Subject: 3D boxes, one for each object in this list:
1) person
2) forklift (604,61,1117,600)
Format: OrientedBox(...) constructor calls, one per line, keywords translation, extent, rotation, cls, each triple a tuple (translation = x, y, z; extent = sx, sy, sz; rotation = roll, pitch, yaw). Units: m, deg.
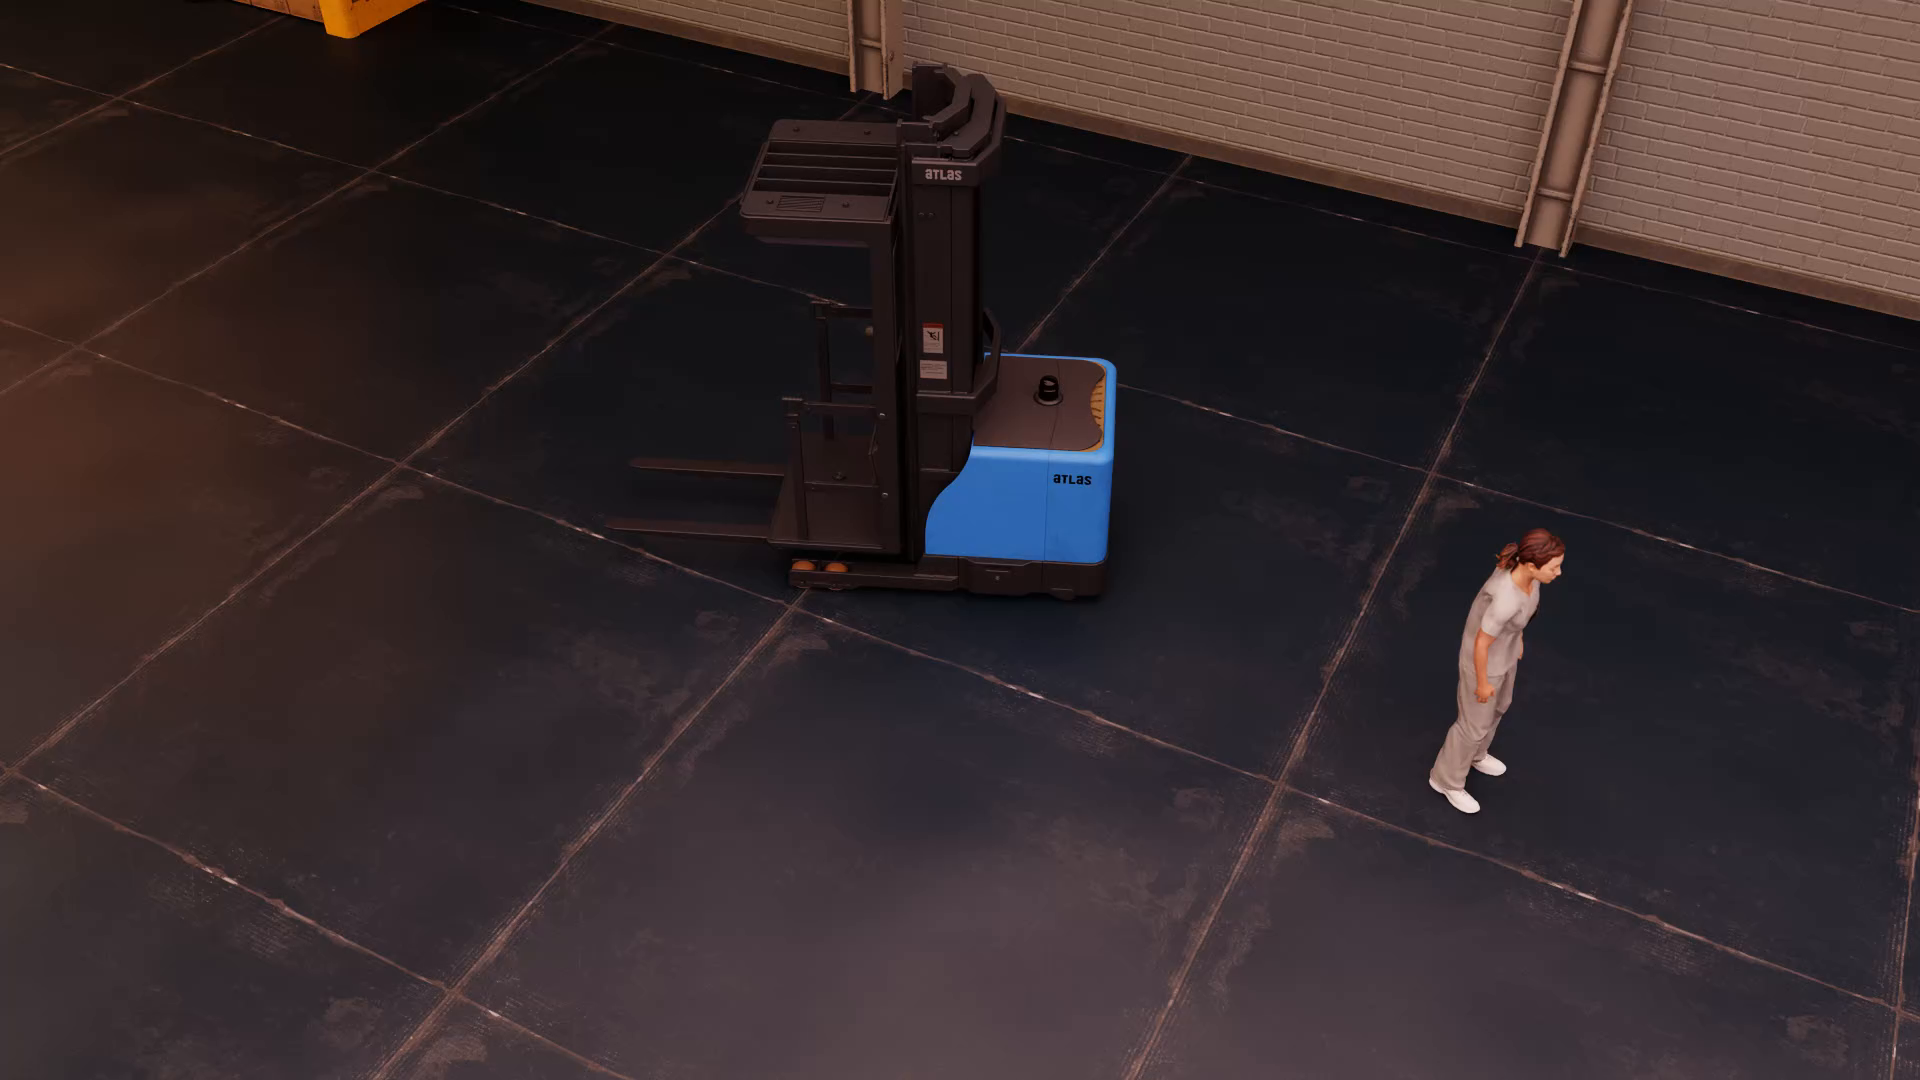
OrientedBox(translation=(2.658, 0.601, 8.250), extent=(0.353, 1.673, 0.491), rotation=(26, 47, 28), cls="person")
OrientedBox(translation=(-0.606, -1.157, 9.360), extent=(3.031, 2.935, 1.130), rotation=(3, 40, 4), cls="forklift")
